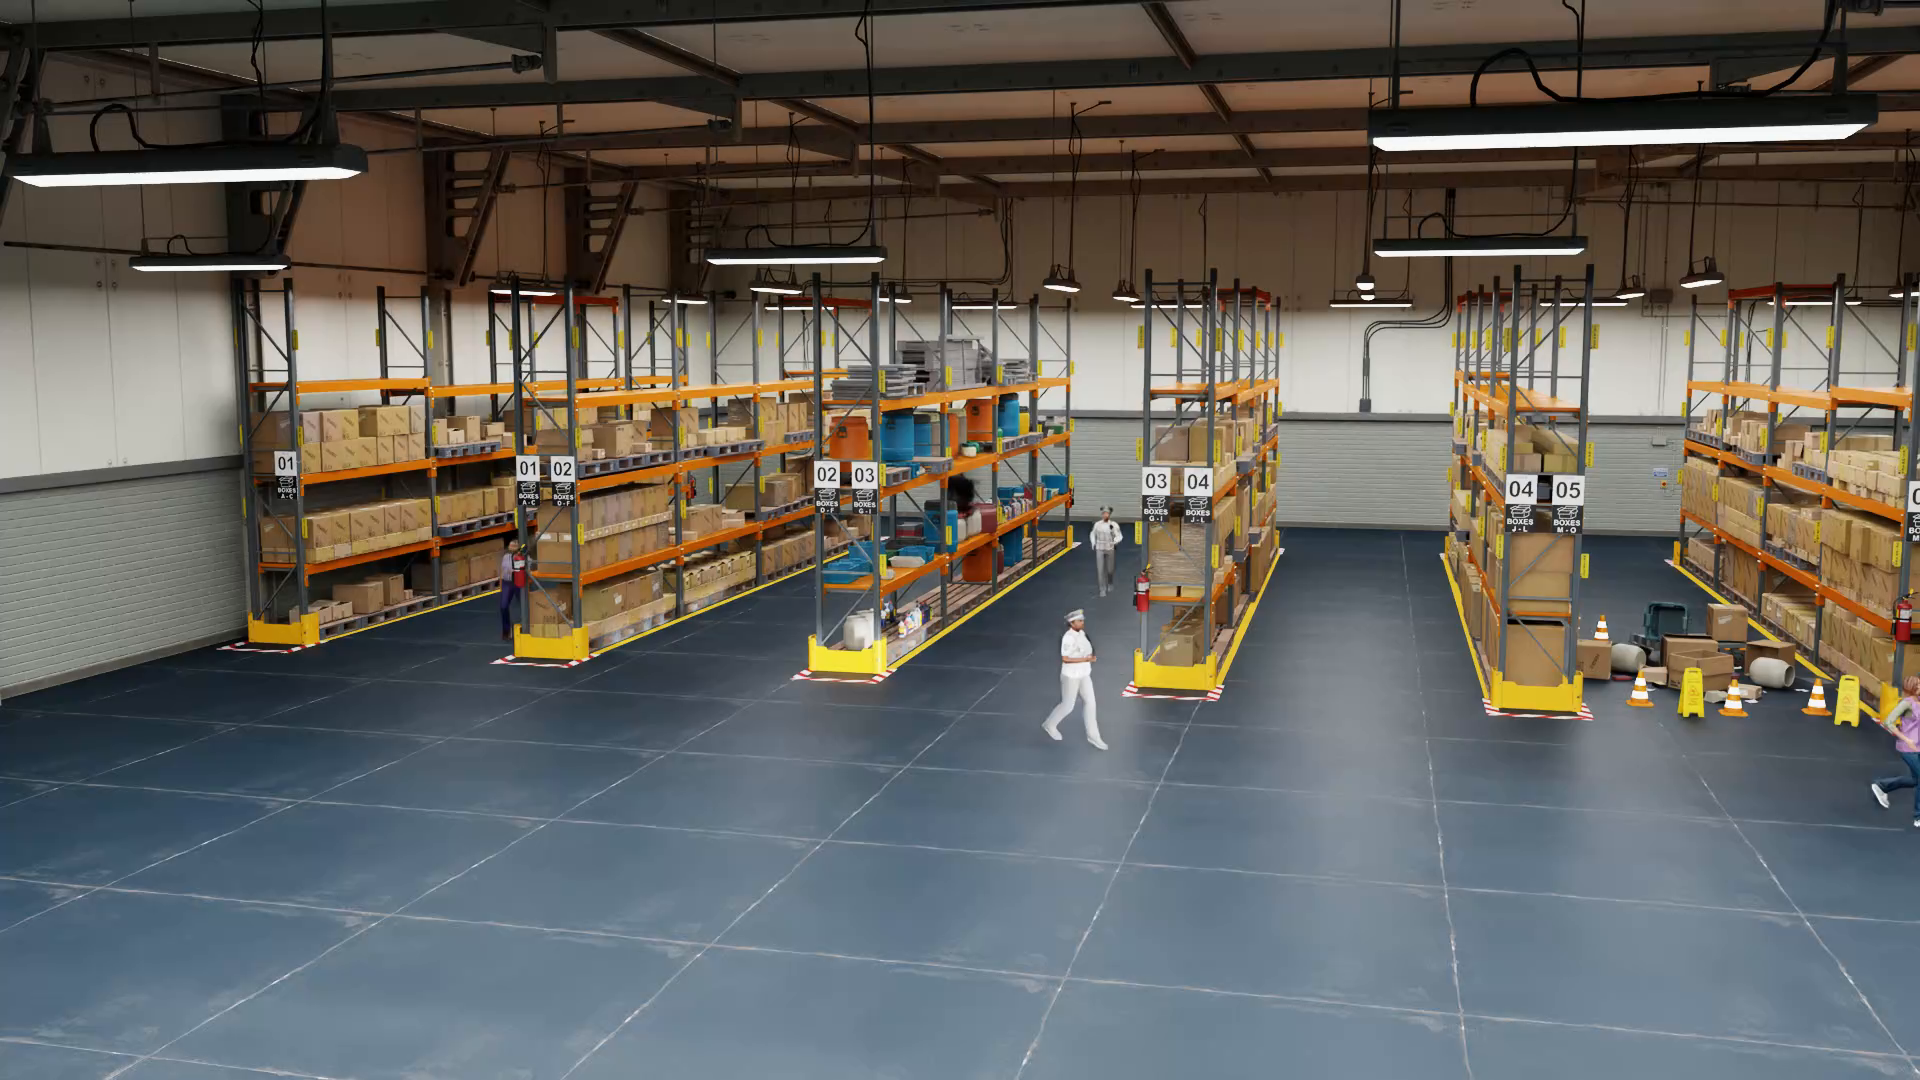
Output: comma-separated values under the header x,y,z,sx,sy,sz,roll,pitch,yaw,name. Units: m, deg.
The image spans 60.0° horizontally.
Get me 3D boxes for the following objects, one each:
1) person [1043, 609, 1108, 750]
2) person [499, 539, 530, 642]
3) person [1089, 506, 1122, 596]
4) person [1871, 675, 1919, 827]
x,y,z,sx,sy,sz,roll,pitch,yaw,name
1.416,1.694,20.501,0.883,1.721,0.574,6,9,39,person
-7.489,0.841,27.985,0.579,1.711,0.748,1,7,5,person
2.693,0.190,30.843,0.622,1.666,0.651,1,7,12,person
9.823,2.168,17.216,0.547,1.564,0.767,-5,8,-34,person
